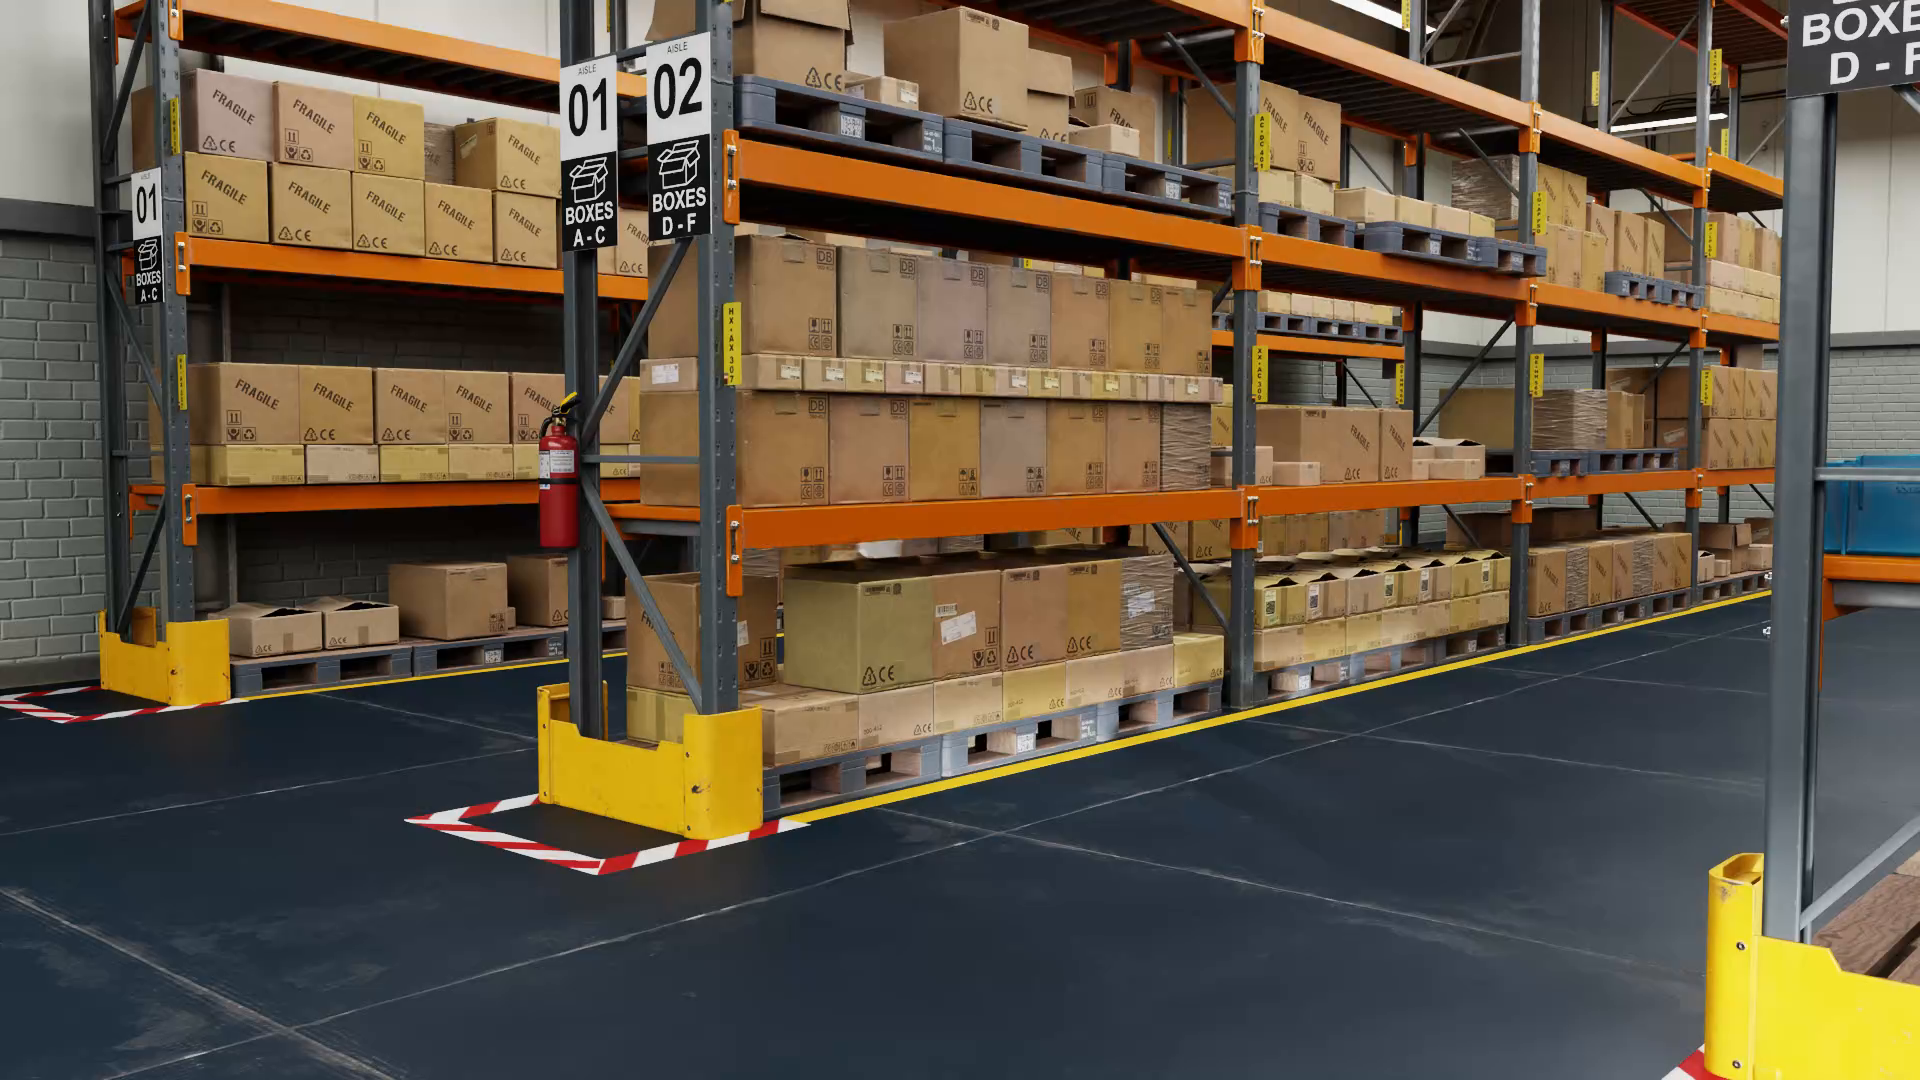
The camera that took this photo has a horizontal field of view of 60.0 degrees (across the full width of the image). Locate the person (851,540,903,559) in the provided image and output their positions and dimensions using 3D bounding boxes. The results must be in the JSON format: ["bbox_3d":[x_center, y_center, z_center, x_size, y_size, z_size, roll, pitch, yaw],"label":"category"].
[{"bbox_3d":[-0.703,-0.066,12.448,0.568,1.782,0.582,2,4,30],"label":"person"}]
